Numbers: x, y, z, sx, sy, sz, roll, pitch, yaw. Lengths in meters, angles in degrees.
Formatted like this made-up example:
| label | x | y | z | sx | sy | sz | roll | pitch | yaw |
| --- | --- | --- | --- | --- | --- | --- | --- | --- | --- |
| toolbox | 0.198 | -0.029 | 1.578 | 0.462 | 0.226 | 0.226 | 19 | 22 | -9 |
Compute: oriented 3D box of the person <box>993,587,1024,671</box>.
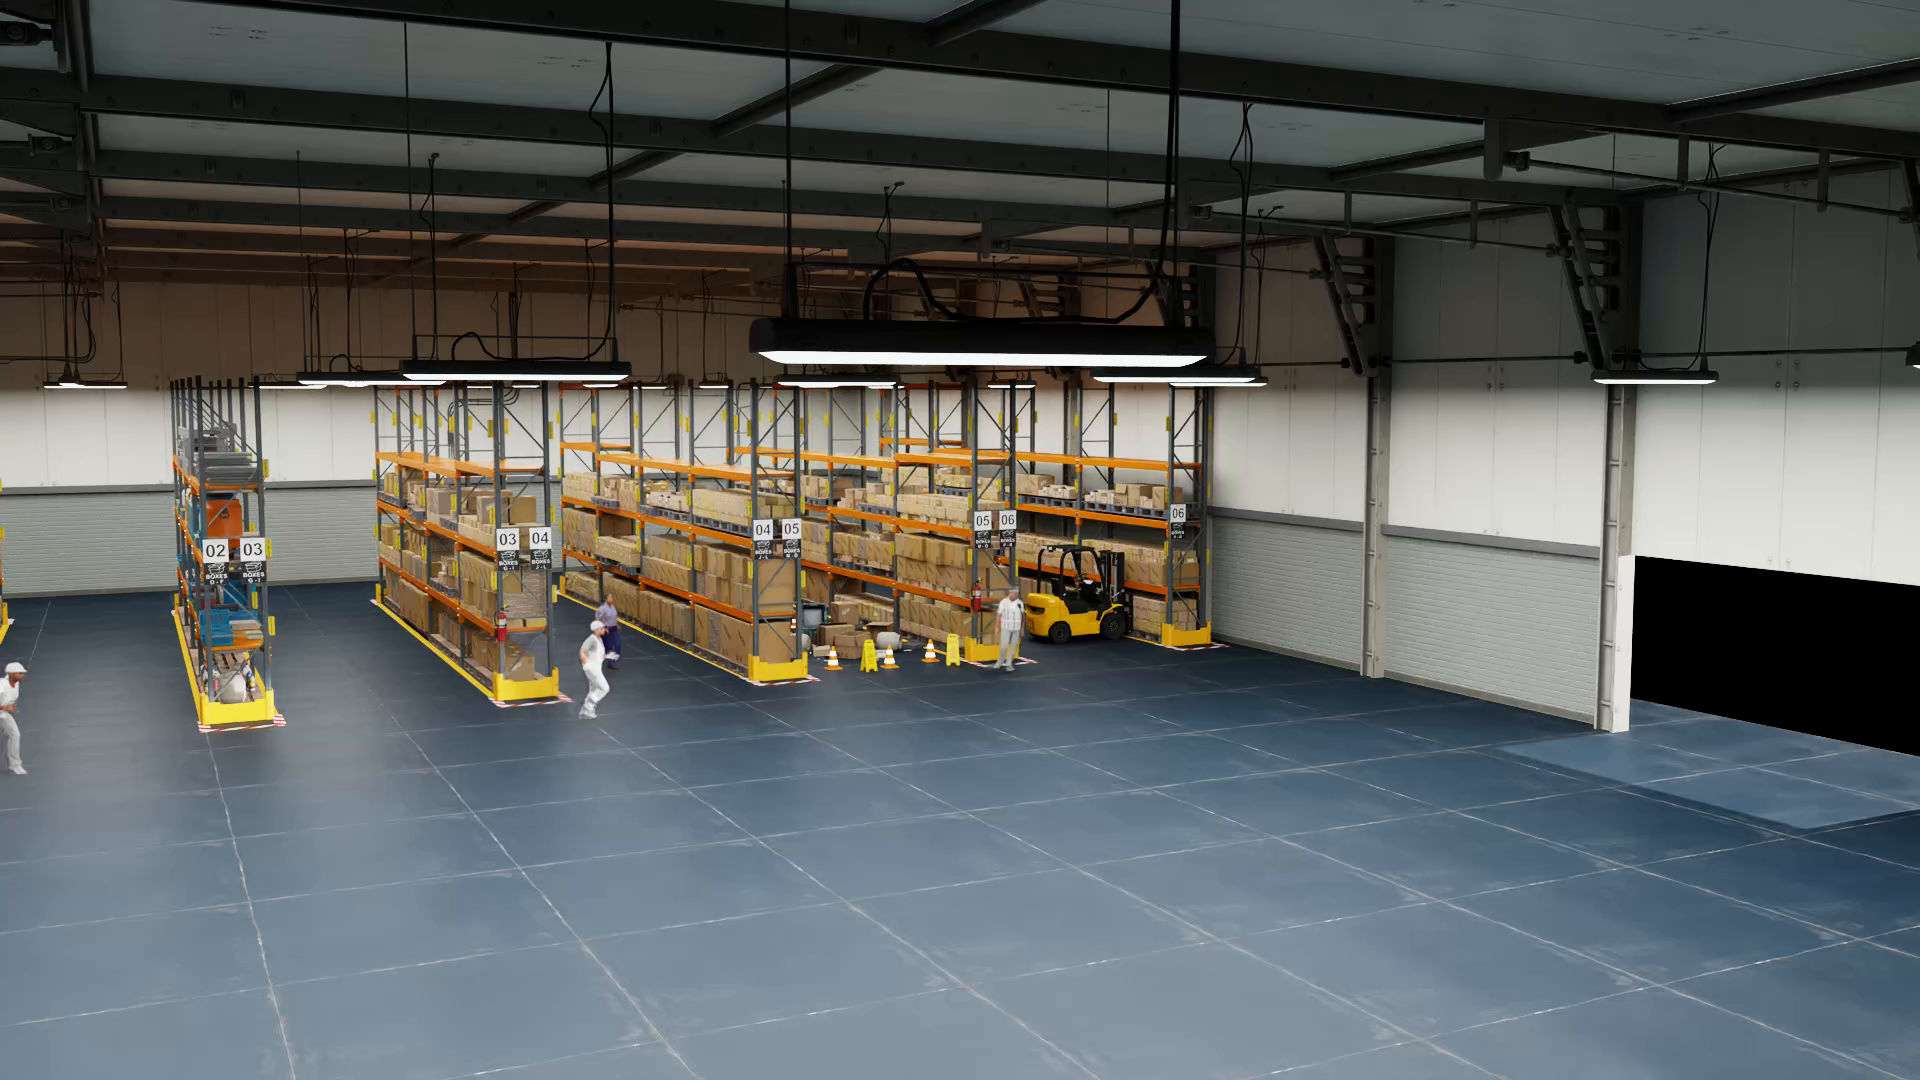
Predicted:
| label | x | y | z | sx | sy | sz | roll | pitch | yaw |
| --- | --- | --- | --- | --- | --- | --- | --- | --- | --- |
| person | 1.000 | 1.813 | 34.071 | 0.627 | 1.744 | 0.482 | -2 | 5 | -22 |

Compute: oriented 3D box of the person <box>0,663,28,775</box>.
| label | x | y | z | sx | sy | sz | roll | pitch | yaw |
| --- | --- | --- | --- | --- | --- | --- | --- | --- | --- |
| person | -14.492 | 2.690 | 24.925 | 1.051 | 1.718 | 0.737 | 0 | 5 | -2 |

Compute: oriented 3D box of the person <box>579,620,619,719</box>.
| label | x | y | z | sx | sy | sz | roll | pitch | yaw |
| --- | --- | --- | --- | --- | --- | --- | --- | --- | --- |
| person | -6.322 | 2.268 | 29.004 | 0.676 | 1.732 | 0.666 | 0 | 5 | 1 |

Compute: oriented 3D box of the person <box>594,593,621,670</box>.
| label | x | y | z | sx | sy | sz | roll | pitch | yaw |
| --- | --- | --- | --- | --- | --- | --- | --- | --- | --- |
| person | -7.315 | 1.886 | 34.332 | 0.642 | 1.602 | 0.616 | 3 | 6 | 30 |
